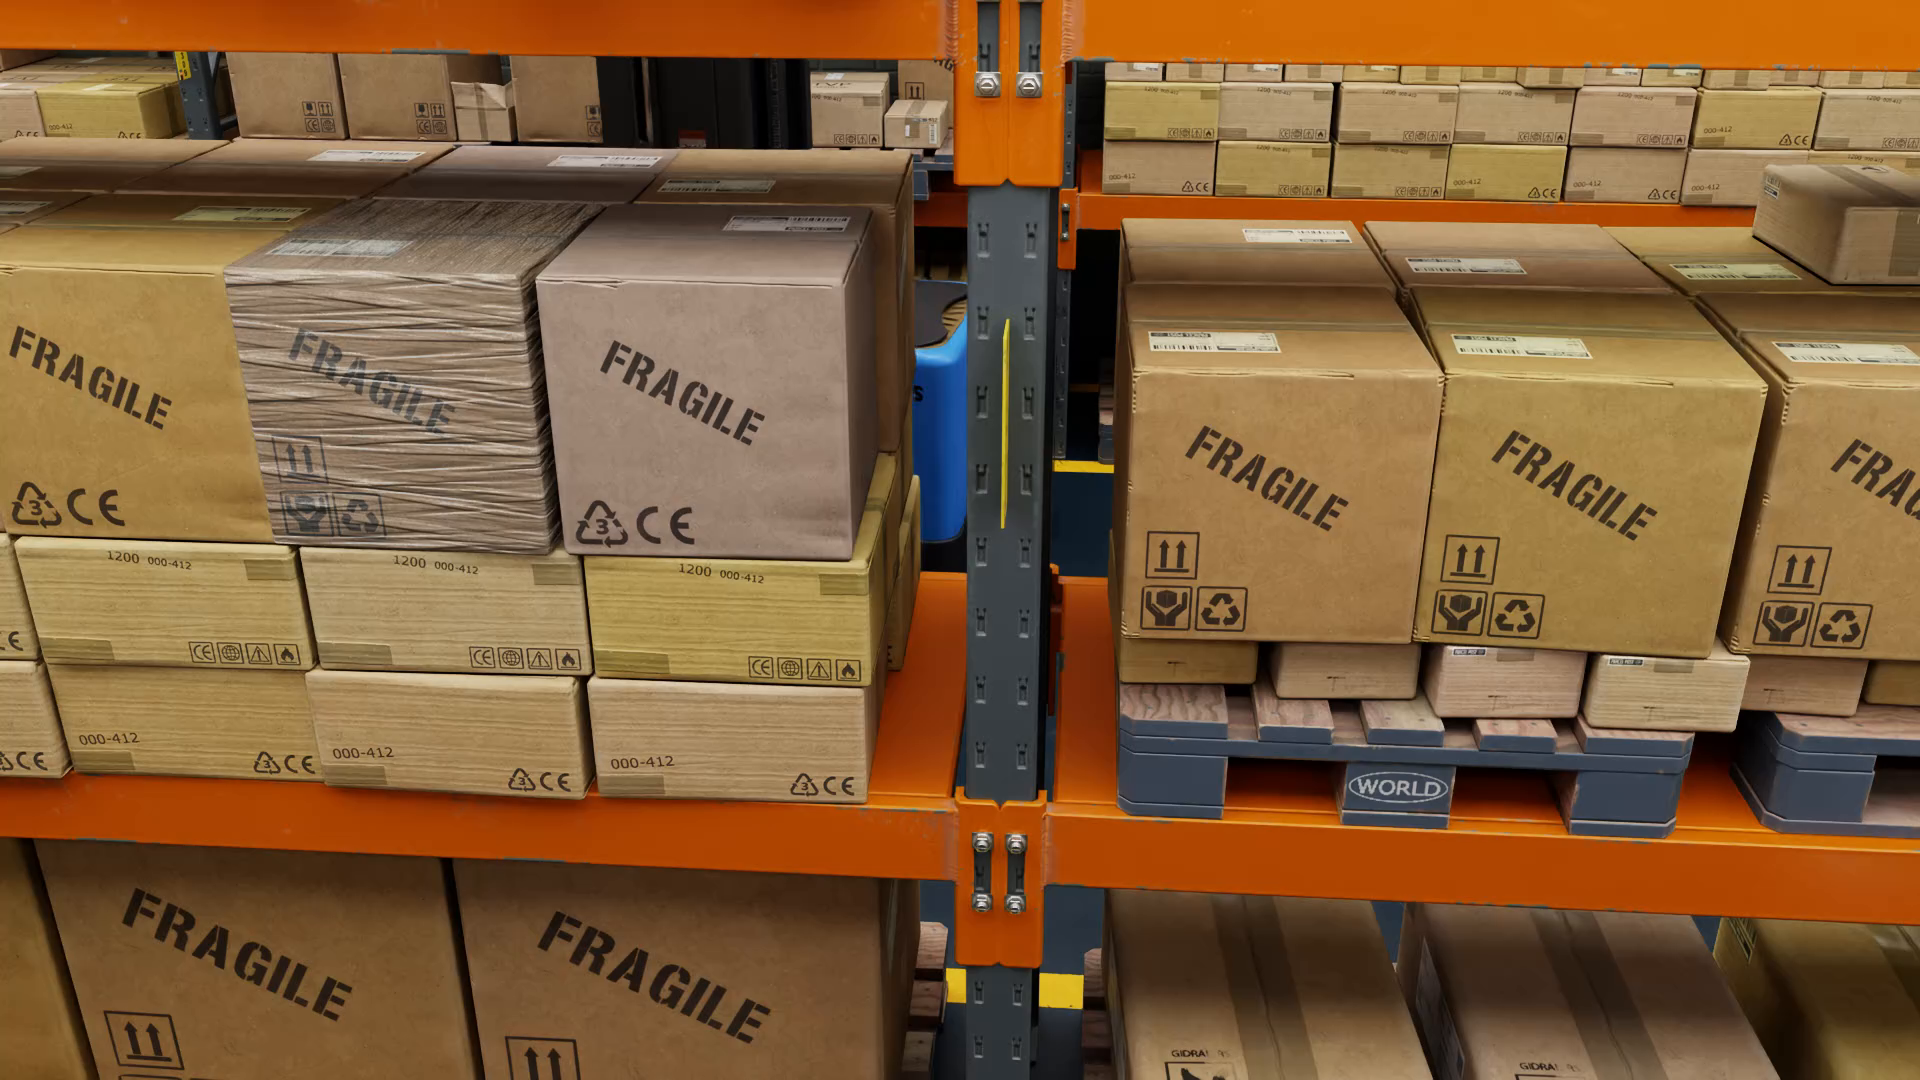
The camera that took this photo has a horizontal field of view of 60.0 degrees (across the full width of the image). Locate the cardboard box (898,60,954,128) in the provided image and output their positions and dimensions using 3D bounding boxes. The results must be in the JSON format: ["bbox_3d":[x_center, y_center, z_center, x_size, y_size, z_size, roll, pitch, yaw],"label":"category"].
[{"bbox_3d":[-0.013,-2.277,7.989,0.500,0.500,0.500,3,25,6],"label":"cardboard box"}]

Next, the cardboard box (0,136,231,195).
[{"bbox_3d":[-1.874,-0.560,3.563,0.500,0.500,0.500,2,25,5],"label":"cardboard box"}]

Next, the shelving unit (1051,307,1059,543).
[{"bbox_3d":[0.260,-0.446,6.963,0.252,1.050,0.215,5,25,11],"label":"shelving unit"}]

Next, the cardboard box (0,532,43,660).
[{"bbox_3d":[-1.932,0.002,3.239,0.500,0.250,0.500,1,25,2],"label":"cardboard box"}]

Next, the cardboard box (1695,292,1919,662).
[{"bbox_3d":[1.593,-0.123,2.951,0.500,0.500,0.500,2,25,5],"label":"cardboard box"}]

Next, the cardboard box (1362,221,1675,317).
[{"bbox_3d":[1.103,-0.351,3.447,0.500,0.500,0.500,1,25,3],"label":"cardboard box"}]

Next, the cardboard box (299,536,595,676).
[{"bbox_3d":[-0.902,0.026,3.186,0.500,0.250,0.500,1,25,3],"label":"cardboard box"}]

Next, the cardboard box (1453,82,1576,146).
[{"bbox_3d":[2.443,-1.956,7.493,0.500,0.250,0.500,2,25,5],"label":"cardboard box"}]

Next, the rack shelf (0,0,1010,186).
[{"bbox_3d":[-1.882,-0.990,3.086,4.000,0.370,1.077,2,25,4],"label":"rack shelf"}]

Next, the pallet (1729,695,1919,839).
[{"bbox_3d":[2.089,0.243,3.363,1.213,0.211,1.003,2,25,4],"label":"pallet"}]

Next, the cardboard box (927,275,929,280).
[{"bbox_3d":[0.090,-1.145,8.638,0.500,0.500,0.500,3,25,6],"label":"cardboard box"}]

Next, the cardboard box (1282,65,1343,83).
[{"bbox_3d":[1.570,-2.158,7.456,0.250,0.149,0.380,2,25,5],"label":"cardboard box"}]

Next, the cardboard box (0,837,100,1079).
[{"bbox_3d":[-2.351,0.768,4.032,0.875,0.875,0.875,3,25,6],"label":"cardboard box"}]

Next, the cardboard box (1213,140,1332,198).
[{"bbox_3d":[1.413,-1.757,7.659,0.500,0.250,0.500,1,25,3],"label":"cardboard box"}]

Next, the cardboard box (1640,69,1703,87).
[{"bbox_3d":[3.092,-2.108,7.347,0.250,0.149,0.380,1,25,3],"label":"cardboard box"}]

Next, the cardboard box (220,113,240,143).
[{"bbox_3d":[-3.814,-2.098,8.522,0.250,0.149,0.380,2,25,4],"label":"cardboard box"}]

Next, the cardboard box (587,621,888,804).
[{"bbox_3d":[-0.412,0.270,3.255,0.500,0.250,0.500,1,25,2],"label":"cardboard box"}]

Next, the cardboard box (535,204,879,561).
[{"bbox_3d":[-0.423,-0.298,2.993,0.500,0.500,0.500,1,25,3],"label":"cardboard box"}]

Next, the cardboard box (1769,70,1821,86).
[{"bbox_3d":[3.620,-2.120,7.374,0.250,0.149,0.380,2,25,4],"label":"cardboard box"}]

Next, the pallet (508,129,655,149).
[{"bbox_3d":[-1.451,-1.933,8.091,1.213,0.211,1.003,2,25,4],"label":"pallet"}]

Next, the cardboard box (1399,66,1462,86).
[{"bbox_3d":[2.071,-2.130,7.394,0.250,0.149,0.380,2,25,5],"label":"cardboard box"}]

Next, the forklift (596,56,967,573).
[{"bbox_3d":[-1.386,-1.377,6.737,3.031,2.935,1.130,5,25,11],"label":"forklift"}]

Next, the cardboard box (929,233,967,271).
[{"bbox_3d":[-0.008,-1.456,8.538,0.250,0.149,0.380,3,25,7],"label":"cardboard box"}]

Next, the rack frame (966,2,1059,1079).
[{"bbox_3d":[0.112,0.110,3.424,0.127,3.000,1.000,2,25,4],"label":"rack frame"}]

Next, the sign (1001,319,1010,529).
[{"bbox_3d":[0.073,-0.185,2.679,0.005,0.325,0.100,2,25,4],"label":"sign"}]

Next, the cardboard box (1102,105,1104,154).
[{"bbox_3d":[0.956,-1.983,8.152,0.500,0.250,0.500,1,25,3],"label":"cardboard box"}]

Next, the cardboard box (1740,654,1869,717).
[{"bbox_3d":[1.490,0.164,3.103,0.250,0.149,0.380,3,25,7],"label":"cardboard box"}]

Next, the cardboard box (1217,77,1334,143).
[{"bbox_3d":[1.411,-1.986,7.559,0.500,0.250,0.500,3,25,6],"label":"cardboard box"}]

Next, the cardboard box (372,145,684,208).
[{"bbox_3d":[-0.856,-0.520,3.475,0.500,0.500,0.500,2,25,4],"label":"cardboard box"}]

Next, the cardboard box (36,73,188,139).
[{"bbox_3d":[-4.026,-2.069,7.982,0.500,0.250,0.500,2,25,5],"label":"cardboard box"}]

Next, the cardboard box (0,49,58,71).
[{"bbox_3d":[-4.964,-2.654,8.355,0.500,0.500,0.500,1,25,3],"label":"cardboard box"}]

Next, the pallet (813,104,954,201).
[{"bbox_3d":[-0.193,-1.865,7.943,1.003,0.211,1.213,2,25,4],"label":"pallet"}]

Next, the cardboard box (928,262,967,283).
[{"bbox_3d":[-0.023,-1.220,8.024,0.250,0.149,0.380,1,25,1],"label":"cardboard box"}]

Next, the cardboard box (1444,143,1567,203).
[{"bbox_3d":[2.444,-1.726,7.592,0.500,0.250,0.500,3,25,6],"label":"cardboard box"}]

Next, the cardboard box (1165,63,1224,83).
[{"bbox_3d":[1.050,-2.159,7.457,0.250,0.149,0.380,2,25,5],"label":"cardboard box"}]

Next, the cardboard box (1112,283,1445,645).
[{"bbox_3d":[0.543,-0.151,3.012,0.500,0.500,0.500,1,25,3],"label":"cardboard box"}]

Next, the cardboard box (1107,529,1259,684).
[{"bbox_3d":[0.422,0.121,3.197,0.250,0.149,0.380,0,25,1],"label":"cardboard box"}]

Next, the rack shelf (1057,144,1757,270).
[{"bbox_3d":[2.483,-1.569,7.931,4.000,0.370,1.077,2,25,4],"label":"rack shelf"}]

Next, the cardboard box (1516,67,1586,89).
[{"bbox_3d":[2.573,-2.095,7.318,0.250,0.149,0.380,1,25,3],"label":"cardboard box"}]

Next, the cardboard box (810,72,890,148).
[{"bbox_3d":[-0.588,-1.981,7.644,0.500,0.250,0.500,1,25,2],"label":"cardboard box"}]

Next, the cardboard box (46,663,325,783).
[{"bbox_3d":[-1.423,0.237,3.326,0.500,0.250,0.500,2,25,3],"label":"cardboard box"}]

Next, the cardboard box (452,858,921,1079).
[{"bbox_3d":[-0.570,0.827,3.903,0.875,0.875,0.875,2,25,4],"label":"cardboard box"}]

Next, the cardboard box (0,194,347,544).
[{"bbox_3d":[-1.430,-0.329,3.061,0.500,0.500,0.500,2,25,4],"label":"cardboard box"}]

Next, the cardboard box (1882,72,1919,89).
[{"bbox_3d":[4.119,-2.090,7.308,0.250,0.149,0.380,3,25,6],"label":"cardboard box"}]

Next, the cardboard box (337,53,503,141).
[{"bbox_3d":[-2.518,-2.198,7.817,0.500,0.500,0.700,2,25,5],"label":"cardboard box"}]

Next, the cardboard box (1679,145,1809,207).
[{"bbox_3d":[3.452,-1.684,7.501,0.500,0.250,0.500,2,25,4],"label":"cardboard box"}]

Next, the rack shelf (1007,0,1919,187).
[{"bbox_3d":[2.106,-0.862,2.808,4.000,0.370,1.077,2,25,4],"label":"rack shelf"}]

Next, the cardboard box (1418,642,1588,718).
[{"bbox_3d":[0.971,0.172,3.086,0.250,0.149,0.380,0,25,1],"label":"cardboard box"}]

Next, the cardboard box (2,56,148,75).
[{"bbox_3d":[-4.474,-2.296,8.475,0.500,0.250,0.500,2,25,4],"label":"cardboard box"}]

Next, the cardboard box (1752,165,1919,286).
[{"bbox_3d":[1.765,-0.622,3.259,0.250,0.149,0.380,1,25,1],"label":"cardboard box"}]

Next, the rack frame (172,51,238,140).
[{"bbox_3d":[-3.500,-2.087,8.198,0.127,3.000,1.000,2,25,4],"label":"rack frame"}]

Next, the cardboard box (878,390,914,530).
[{"bbox_3d":[-0.374,-0.169,3.609,0.500,0.250,0.500,2,25,4],"label":"cardboard box"}]

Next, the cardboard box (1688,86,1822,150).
[{"bbox_3d":[3.454,-1.913,7.400,0.500,0.250,0.500,1,25,3],"label":"cardboard box"}]

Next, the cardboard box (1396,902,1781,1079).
[{"bbox_3d":[1.411,1.155,3.793,0.625,0.372,0.950,1,25,3],"label":"cardboard box"}]

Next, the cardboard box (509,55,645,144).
[{"bbox_3d":[-1.736,-2.173,7.762,0.500,0.500,0.700,2,25,4],"label":"cardboard box"}]

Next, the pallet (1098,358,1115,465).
[{"bbox_3d":[1.306,-0.650,8.410,1.213,0.211,1.003,2,25,4],"label":"pallet"}]

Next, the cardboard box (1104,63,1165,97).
[{"bbox_3d":[0.957,-2.220,8.067,0.500,0.250,0.500,2,25,5],"label":"cardboard box"}]
